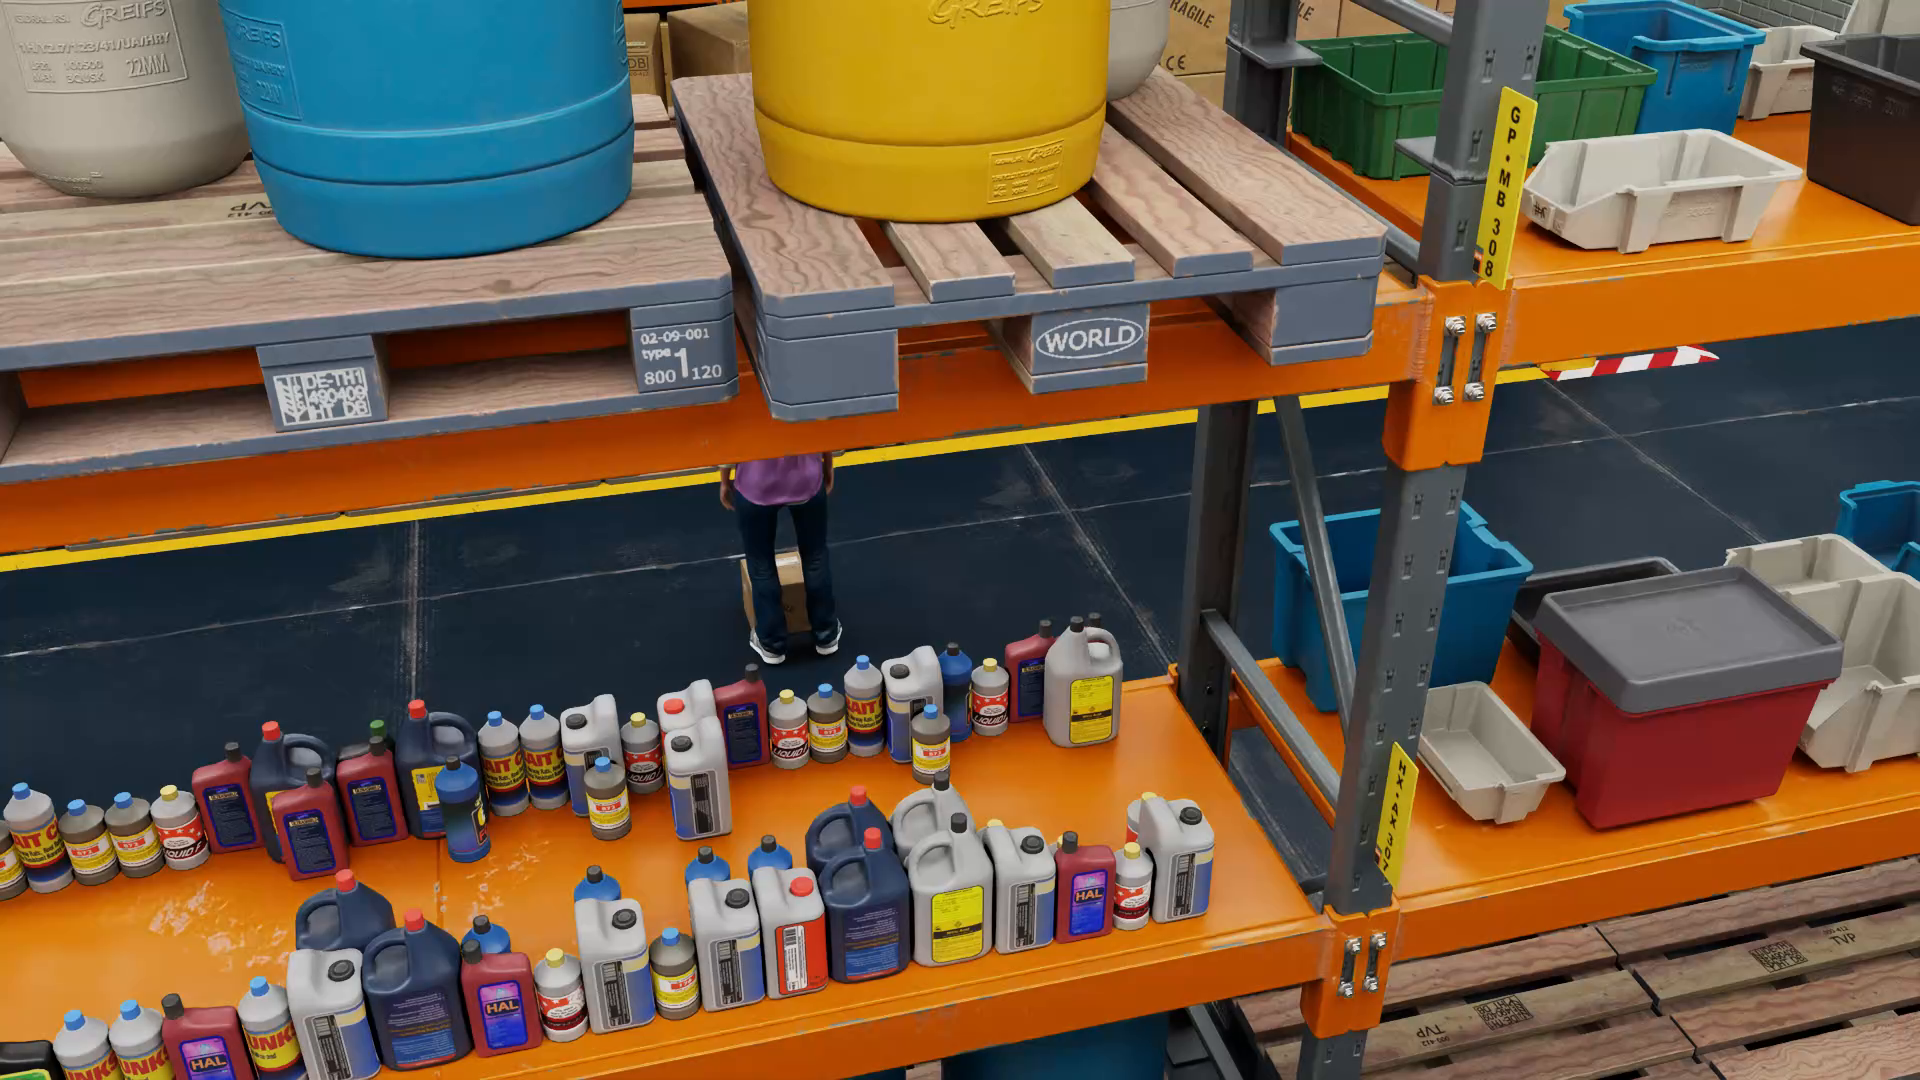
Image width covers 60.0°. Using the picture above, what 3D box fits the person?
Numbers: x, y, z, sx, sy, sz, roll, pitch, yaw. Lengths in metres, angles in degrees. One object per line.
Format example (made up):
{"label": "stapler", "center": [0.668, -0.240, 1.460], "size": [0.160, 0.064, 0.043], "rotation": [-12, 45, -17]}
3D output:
{"label": "person", "center": [-0.709, -0.228, 6.526], "size": [0.476, 1.592, 0.348], "rotation": [-9, 32, -14]}
